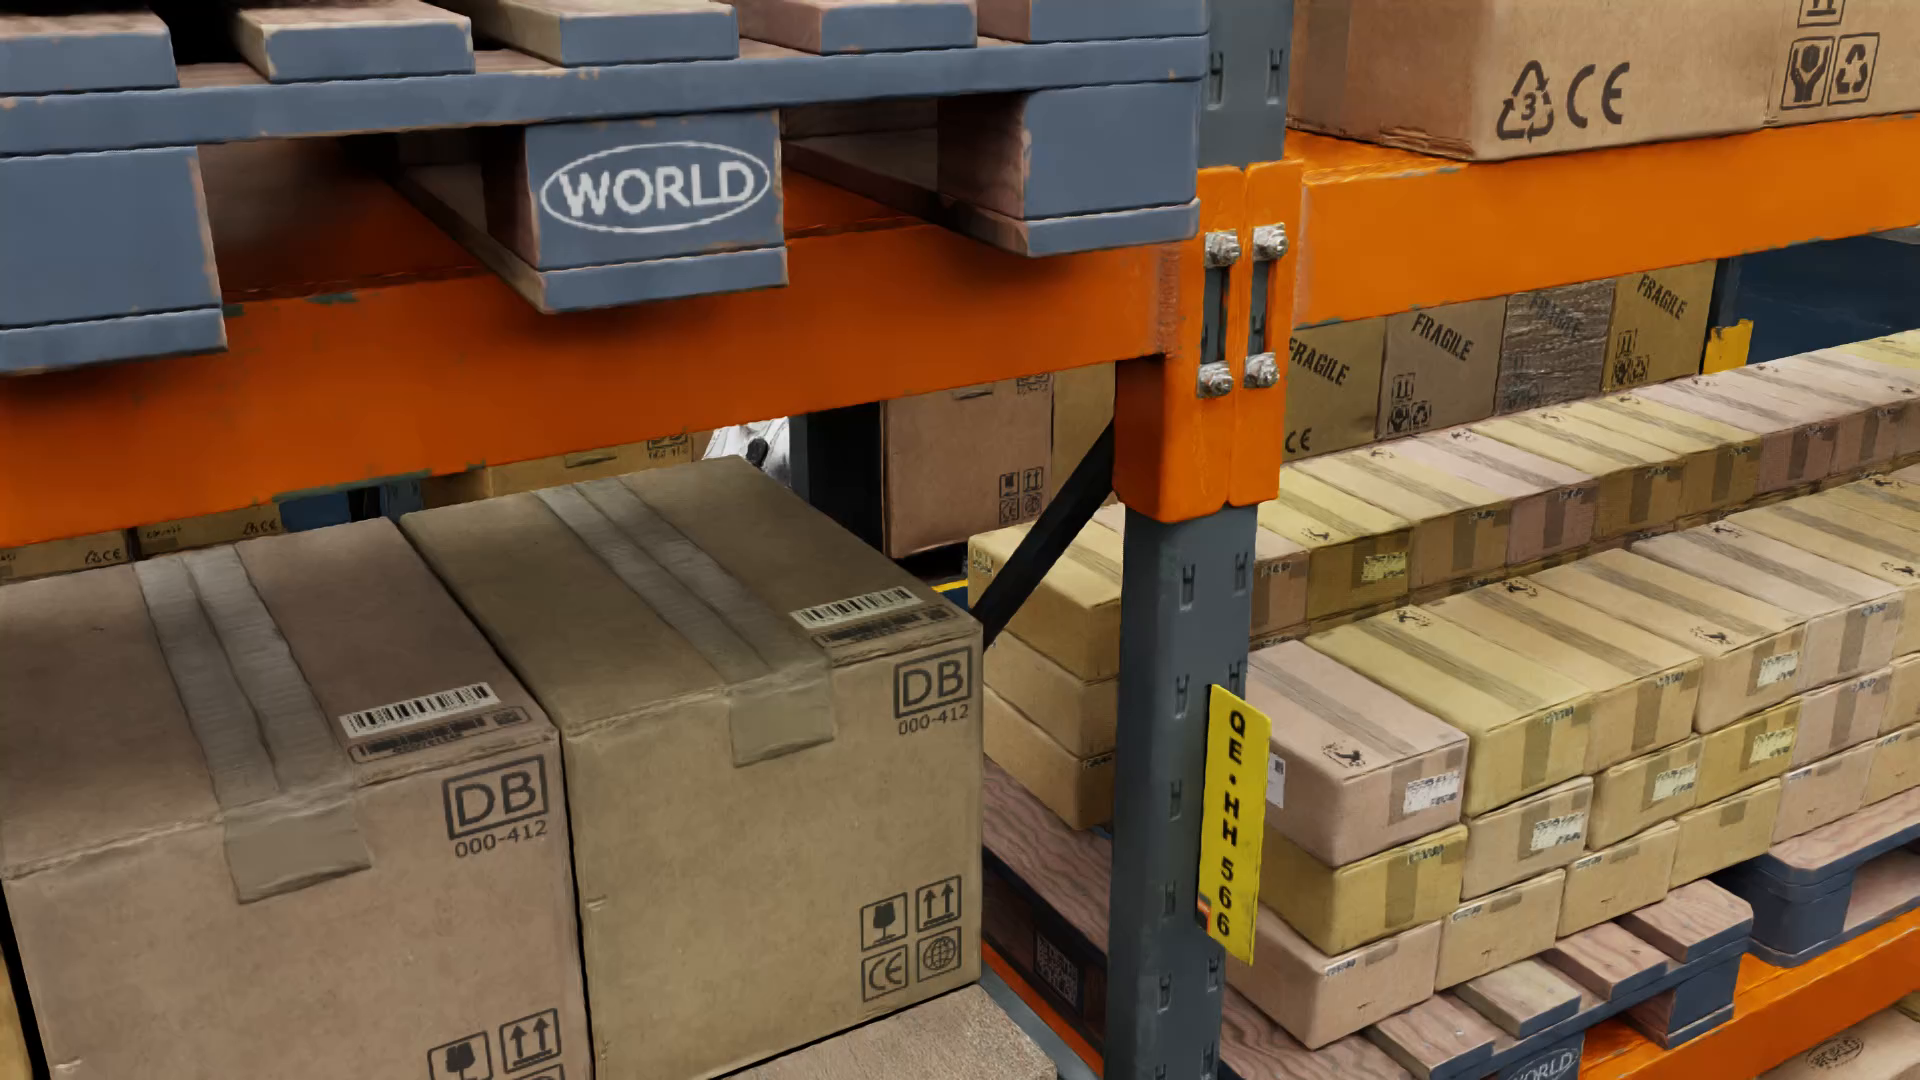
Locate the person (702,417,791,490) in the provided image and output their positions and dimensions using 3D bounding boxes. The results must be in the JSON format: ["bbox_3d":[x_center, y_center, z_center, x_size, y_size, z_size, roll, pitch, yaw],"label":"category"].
[{"bbox_3d":[-0.776,0.122,5.769,0.749,1.698,0.548,-12,25,-27],"label":"person"}]
